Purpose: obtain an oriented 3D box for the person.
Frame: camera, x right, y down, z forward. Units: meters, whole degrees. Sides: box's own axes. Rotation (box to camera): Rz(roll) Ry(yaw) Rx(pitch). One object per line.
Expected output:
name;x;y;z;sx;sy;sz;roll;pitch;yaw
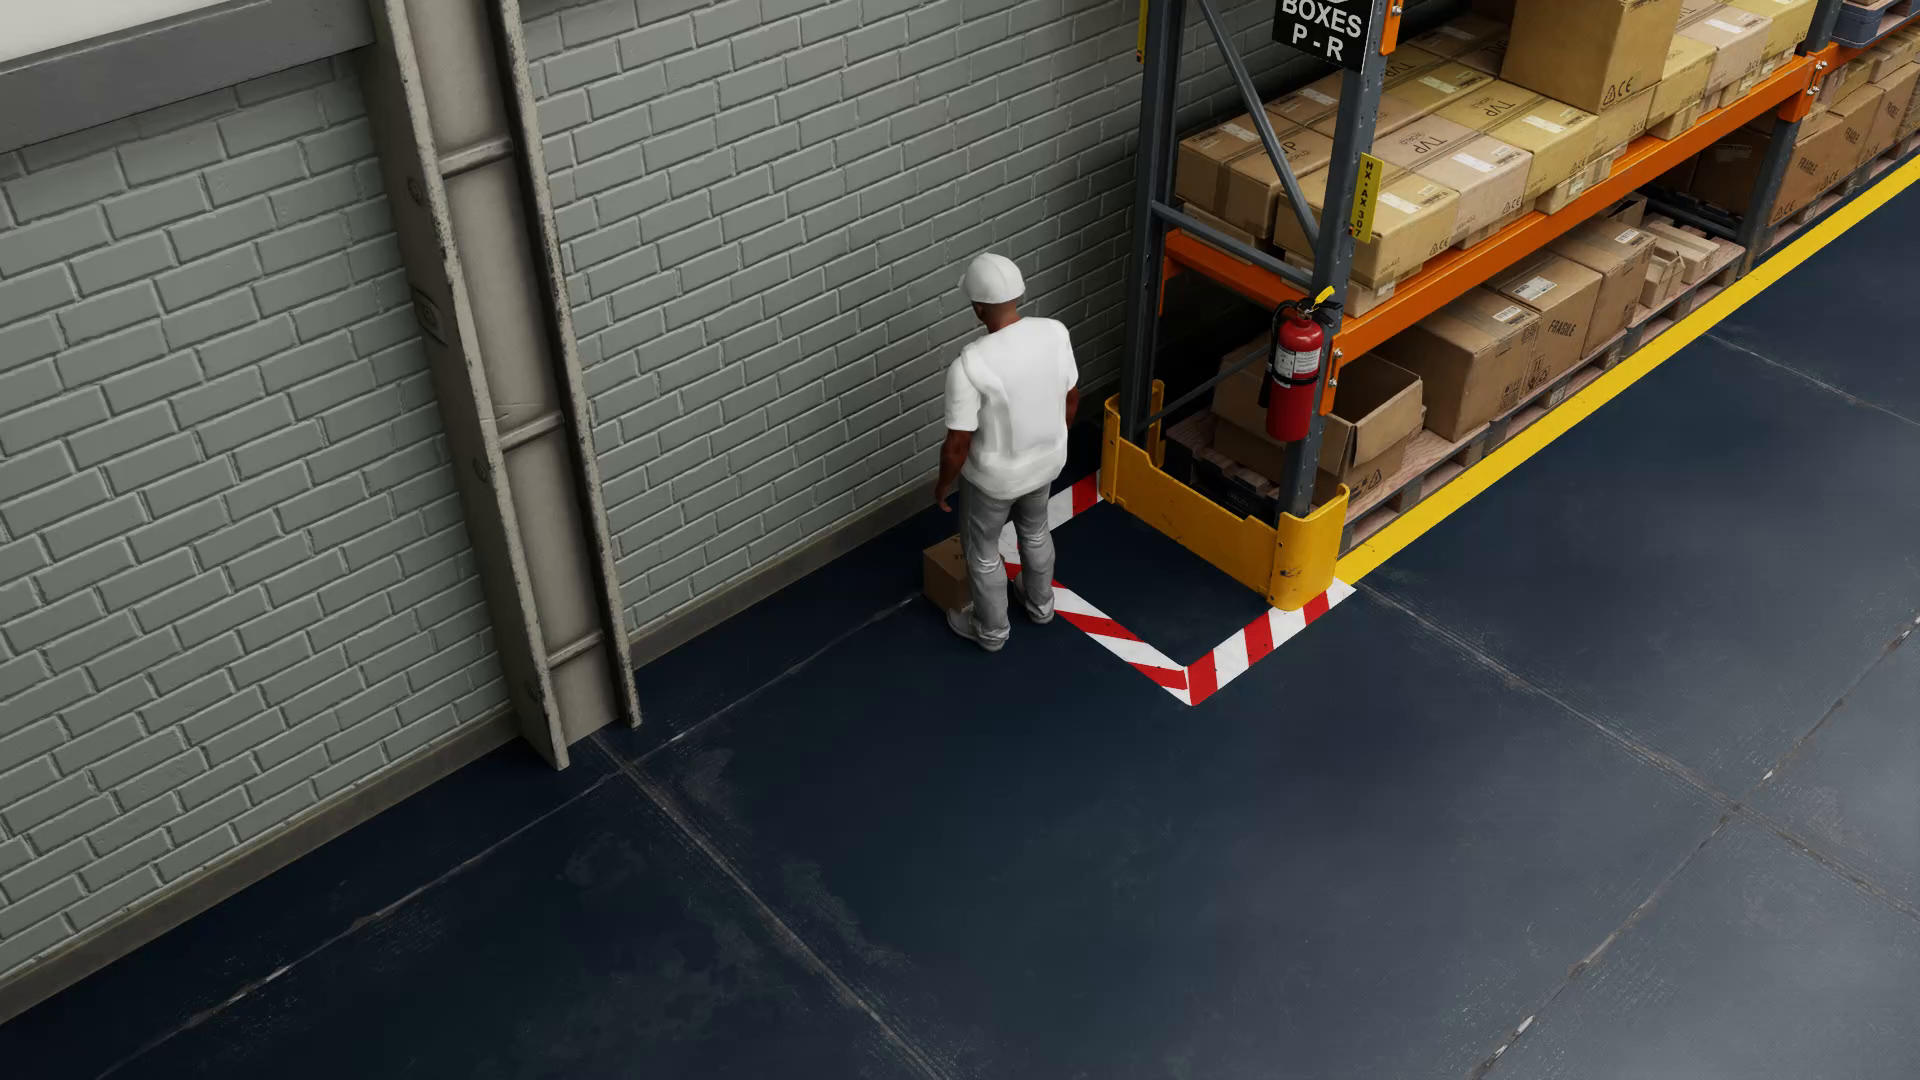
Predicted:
person;0.173;-0.332;6.524;0.628;1.662;0.355;-24;45;-26
